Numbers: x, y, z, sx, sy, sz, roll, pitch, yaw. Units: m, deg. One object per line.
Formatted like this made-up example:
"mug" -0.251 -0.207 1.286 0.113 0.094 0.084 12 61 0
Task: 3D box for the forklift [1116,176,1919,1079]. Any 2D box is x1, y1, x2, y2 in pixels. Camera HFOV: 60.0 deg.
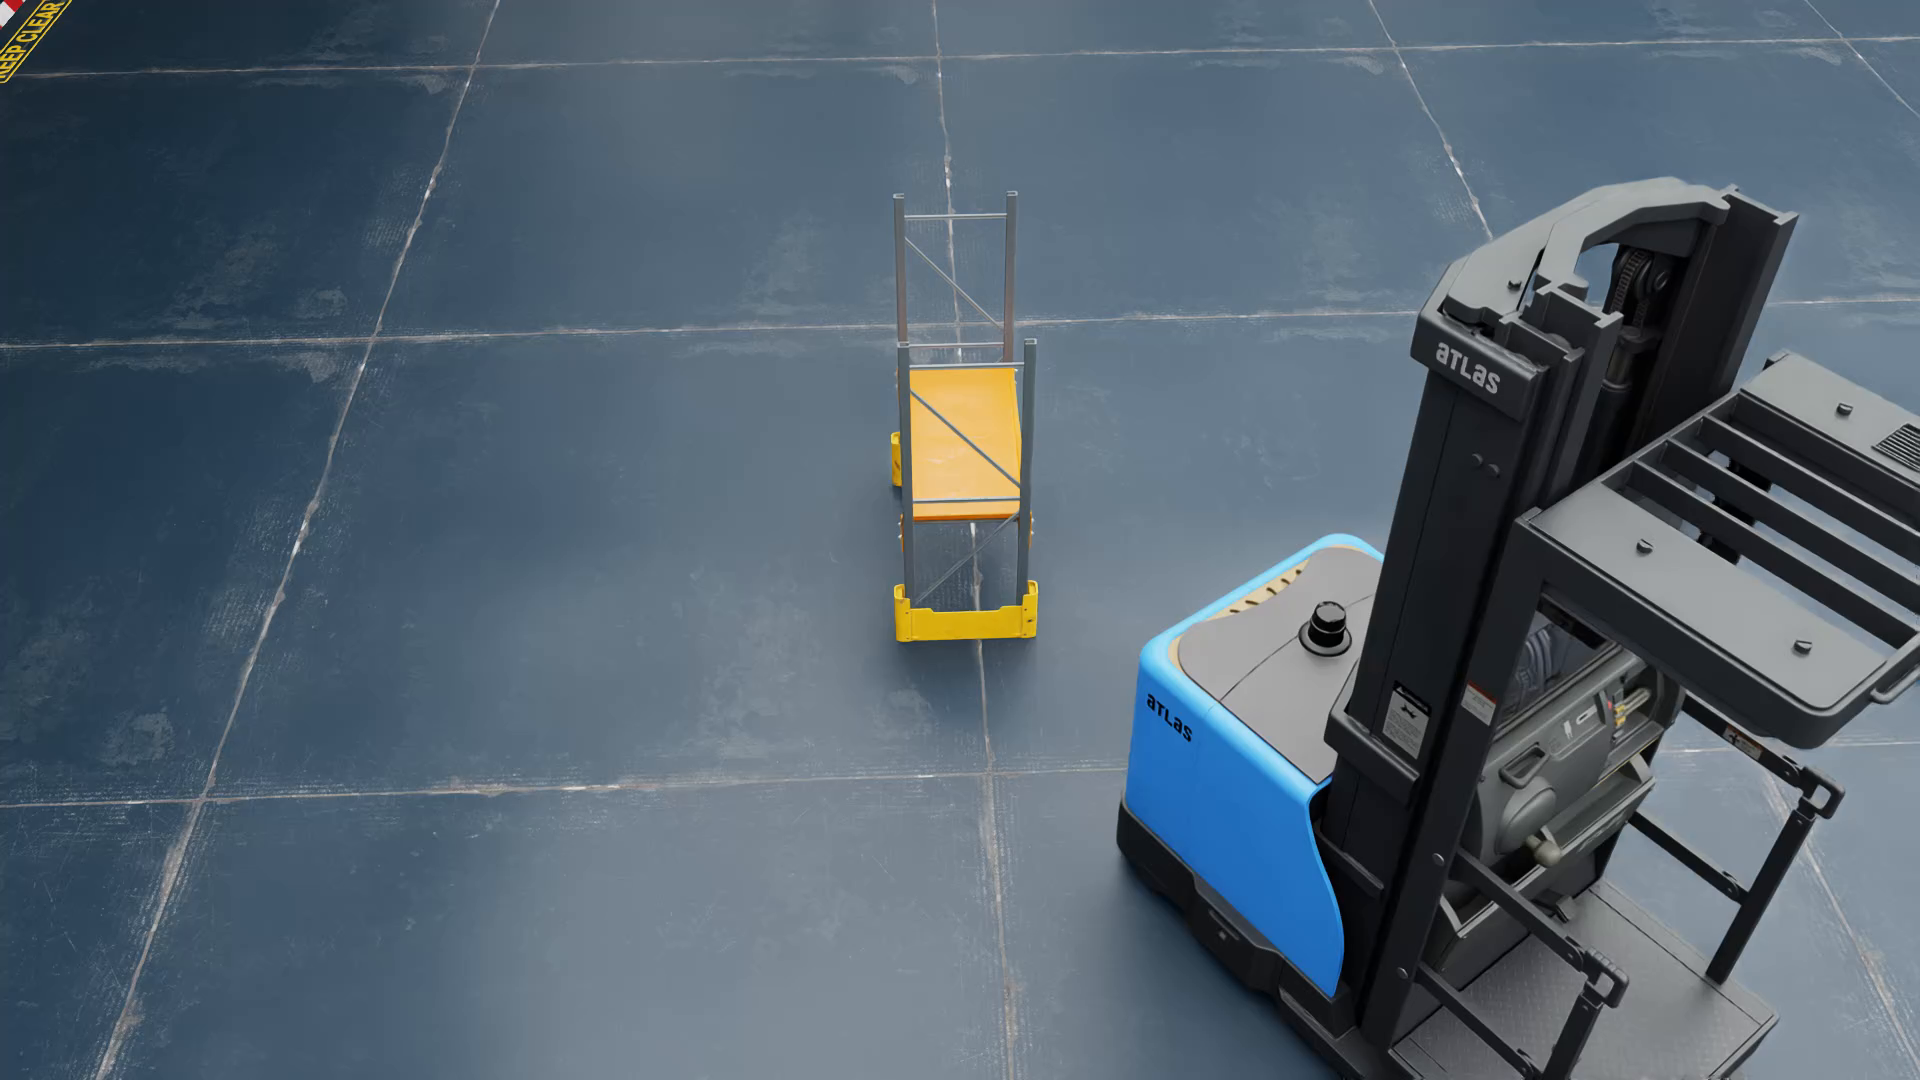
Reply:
"forklift" 1.872 0.650 4.521 1.130 2.935 3.031 -28 49 -27

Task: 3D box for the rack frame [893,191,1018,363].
"rack frame" -0.018 -0.838 7.204 0.500 1.500 0.032 -2 43 -2

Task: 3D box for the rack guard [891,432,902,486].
"rack guard" -0.018 -0.377 7.626 0.587 0.250 0.087 -2 43 -2

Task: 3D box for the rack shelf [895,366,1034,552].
"rack shelf" 0.004 -0.363 6.952 0.538 0.185 1.000 -2 43 -2

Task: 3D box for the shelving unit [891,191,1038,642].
"shelving unit" 0.003 -0.501 6.837 0.587 1.500 1.083 -2 43 -2

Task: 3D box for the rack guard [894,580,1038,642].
"rack guard" 0.024 0.296 6.892 0.587 0.250 0.087 -2 43 -2

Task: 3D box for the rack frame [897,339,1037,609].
"rack frame" 0.025 -0.152 6.456 0.500 1.500 0.032 -2 43 -2
